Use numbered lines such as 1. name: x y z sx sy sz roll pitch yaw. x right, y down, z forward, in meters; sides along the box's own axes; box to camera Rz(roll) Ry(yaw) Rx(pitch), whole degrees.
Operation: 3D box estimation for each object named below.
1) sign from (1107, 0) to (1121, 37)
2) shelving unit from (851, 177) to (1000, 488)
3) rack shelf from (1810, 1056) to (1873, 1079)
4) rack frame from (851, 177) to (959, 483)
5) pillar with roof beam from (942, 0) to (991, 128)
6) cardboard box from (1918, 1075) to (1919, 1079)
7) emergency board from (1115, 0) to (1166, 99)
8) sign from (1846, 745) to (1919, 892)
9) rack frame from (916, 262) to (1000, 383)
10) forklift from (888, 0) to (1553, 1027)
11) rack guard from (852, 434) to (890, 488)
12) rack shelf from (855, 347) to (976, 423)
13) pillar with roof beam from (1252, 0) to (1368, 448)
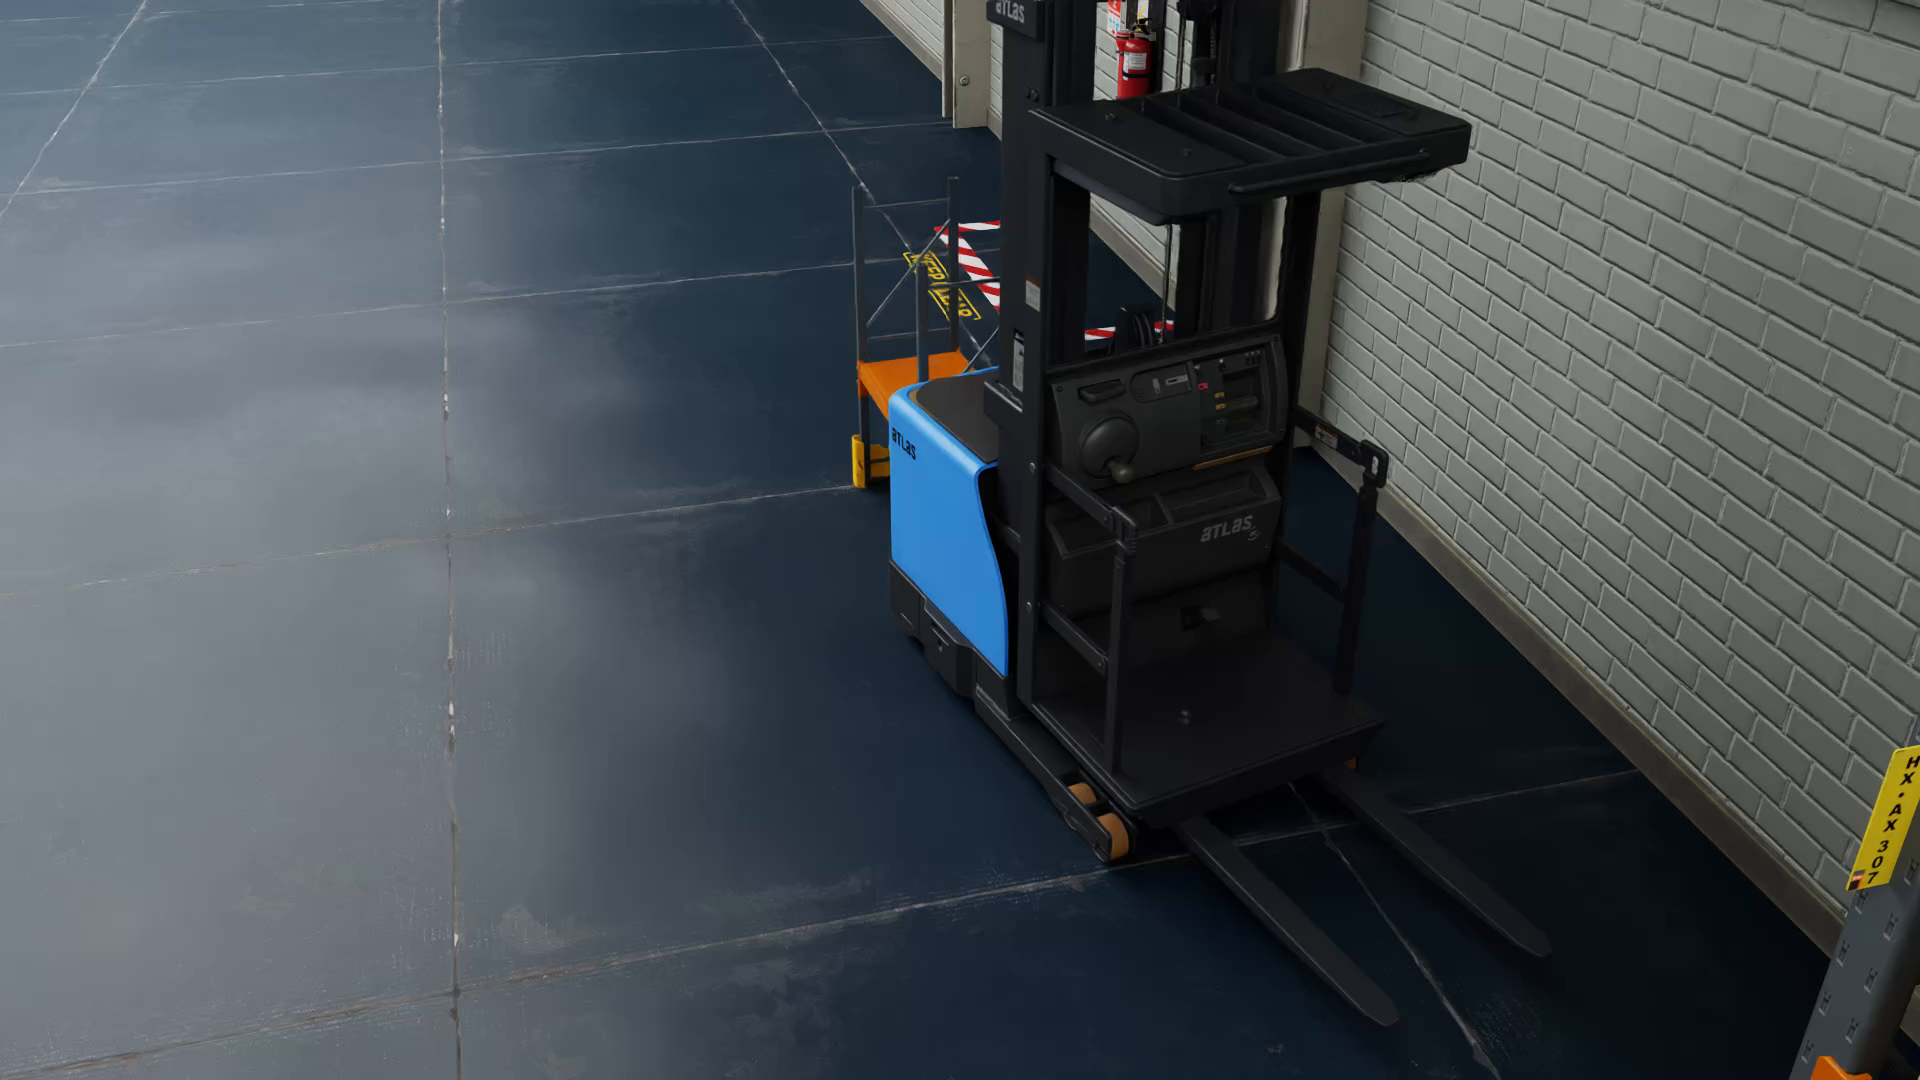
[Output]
1. sign: 0.978 -3.362 10.529 0.001 0.329 0.234 -8 31 -13
2. shelving unit: -0.089 -0.729 7.513 0.587 1.500 1.083 -9 31 -15
3. rack shelf: 2.748 2.085 1.872 1.077 0.370 4.000 -8 31 -13
4. rack frame: -0.248 -0.976 7.939 0.500 1.500 0.032 -9 31 -15
5. pillar with roof beam: -4.098 -6.789 10.497 9.100 9.000 0.400 -8 31 -13
6. cardboard box: 2.041 1.141 2.913 0.500 0.250 0.500 -9 31 -15
7. emergency board: 1.026 -3.066 10.053 0.194 1.169 0.643 -8 31 -13
8. sign: 1.694 0.505 3.019 0.100 0.325 0.005 -8 31 -13
9. rack frame: 0.064 -0.491 7.102 0.500 1.500 0.032 -9 31 -15
10. forklift: 0.829 -0.404 5.523 1.130 2.935 3.031 -15 33 -24
11. rack guard: -0.242 -0.426 8.237 0.587 0.250 0.087 -9 31 -15
12. rack shelf: -0.092 -0.578 7.611 0.538 0.185 1.000 -9 31 -15
13. pillar with roof beam: -2.506 -3.892 5.490 9.100 9.000 0.400 -8 31 -13
